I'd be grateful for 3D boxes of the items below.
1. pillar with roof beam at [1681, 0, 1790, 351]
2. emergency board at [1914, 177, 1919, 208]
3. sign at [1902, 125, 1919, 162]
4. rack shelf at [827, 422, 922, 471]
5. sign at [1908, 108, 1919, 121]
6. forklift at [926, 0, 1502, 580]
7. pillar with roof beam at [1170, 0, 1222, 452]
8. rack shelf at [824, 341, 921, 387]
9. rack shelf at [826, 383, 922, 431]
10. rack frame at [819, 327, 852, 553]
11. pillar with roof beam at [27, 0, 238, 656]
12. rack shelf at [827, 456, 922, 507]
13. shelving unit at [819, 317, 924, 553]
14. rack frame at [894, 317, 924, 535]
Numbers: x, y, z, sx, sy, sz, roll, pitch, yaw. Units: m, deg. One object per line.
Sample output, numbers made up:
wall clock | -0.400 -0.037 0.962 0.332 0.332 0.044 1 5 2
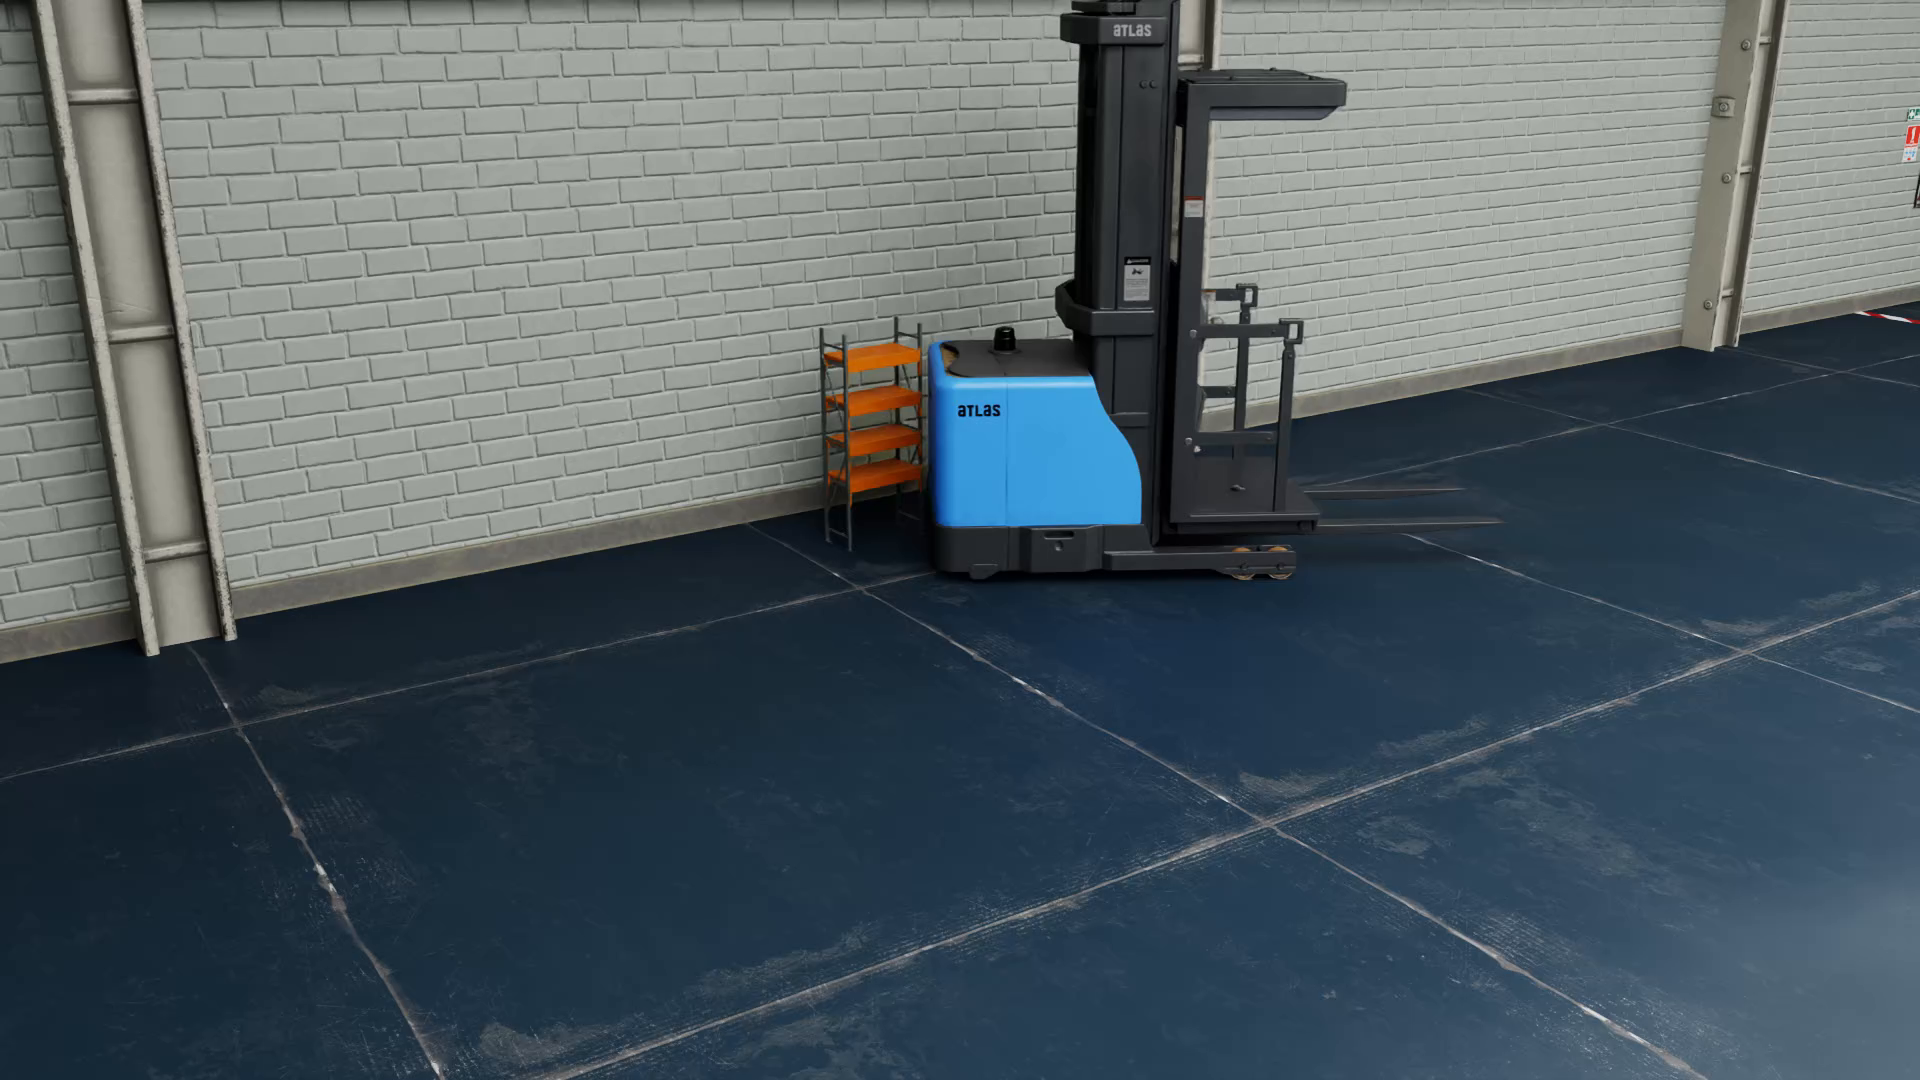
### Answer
pillar with roof beam | 8.724 -4.764 9.287 0.400 9.000 9.100 -12 22 -31
emergency board | 9.265 -3.709 15.532 0.626 1.169 0.157 -12 22 -31
sign | 8.764 -3.653 15.310 0.234 0.329 0.001 -12 22 -31
rack shelf | -0.476 -0.515 9.104 0.480 0.148 0.258 -14 23 -35
sign | 8.772 -3.902 15.221 0.331 0.109 0.001 -12 22 -31
forklift | 1.348 -1.349 8.658 3.031 2.935 1.130 -1 19 -3
pillar with roof beam | 3.713 -3.708 6.161 0.400 9.000 9.100 -12 22 -31
rack shelf | -0.476 -0.951 8.957 0.480 0.148 0.258 -14 23 -35
rack shelf | -0.476 -0.727 9.033 0.480 0.148 0.258 -14 23 -35
rack frame | -0.669 -0.531 8.941 0.015 1.200 0.240 -14 23 -35
pillar with roof beam | -1.299 -2.651 3.035 0.400 9.000 9.100 -12 22 -31
rack shelf | -0.476 -0.327 9.168 0.480 0.148 0.258 -14 23 -35
shelving unit | -0.476 -0.579 9.083 0.503 1.200 0.258 -14 23 -35
rack frame | -0.283 -0.626 9.224 0.015 1.200 0.240 -14 23 -35
